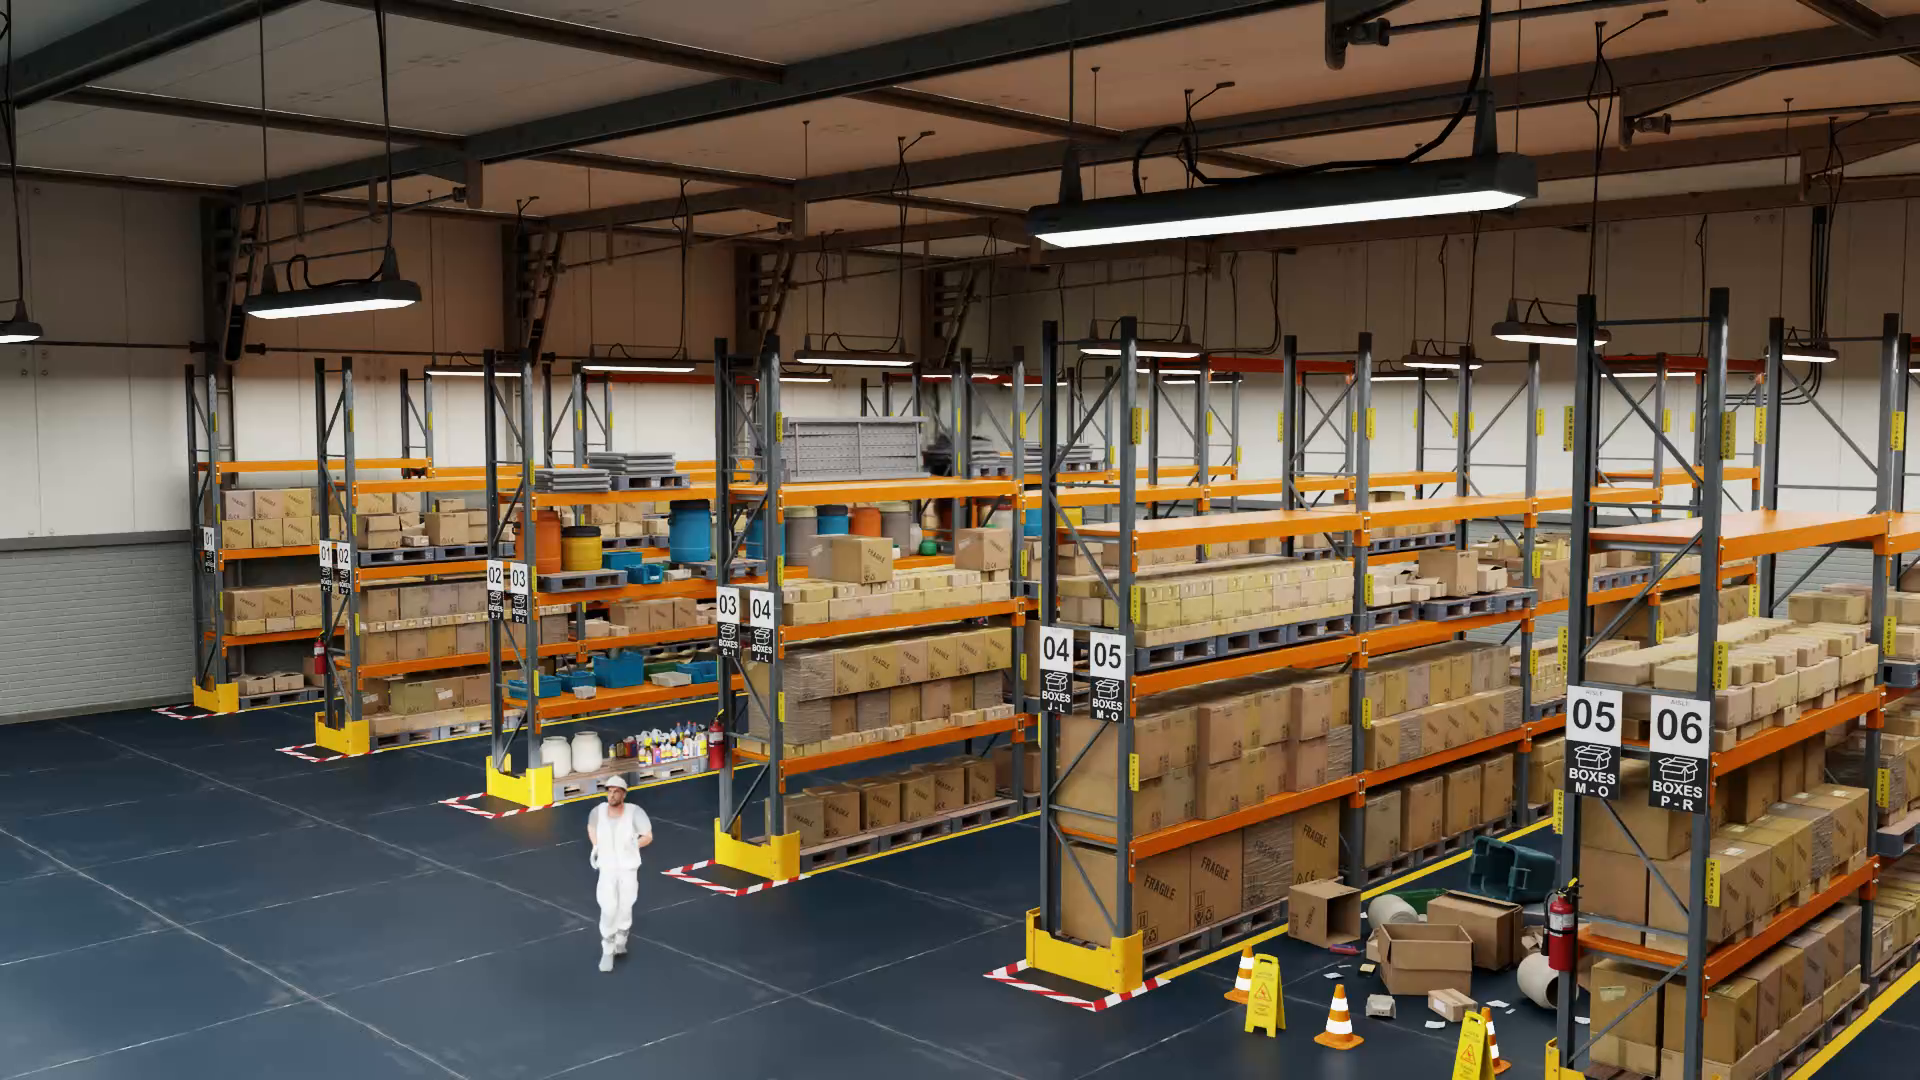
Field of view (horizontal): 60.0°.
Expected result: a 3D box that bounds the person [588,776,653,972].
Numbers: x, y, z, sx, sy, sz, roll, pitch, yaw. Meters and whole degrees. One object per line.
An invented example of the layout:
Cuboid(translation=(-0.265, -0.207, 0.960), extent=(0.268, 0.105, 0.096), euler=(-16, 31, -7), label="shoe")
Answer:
Cuboid(translation=(-3.177, 3.102, 15.507), extent=(0.610, 1.833, 0.746), euler=(-1, 4, -7), label="person")

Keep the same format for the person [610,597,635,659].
Cuboid(translation=(-6.426, 1.882, 31.824), extent=(0.608, 1.650, 0.943), euler=(3, 5, 33), label="person")
